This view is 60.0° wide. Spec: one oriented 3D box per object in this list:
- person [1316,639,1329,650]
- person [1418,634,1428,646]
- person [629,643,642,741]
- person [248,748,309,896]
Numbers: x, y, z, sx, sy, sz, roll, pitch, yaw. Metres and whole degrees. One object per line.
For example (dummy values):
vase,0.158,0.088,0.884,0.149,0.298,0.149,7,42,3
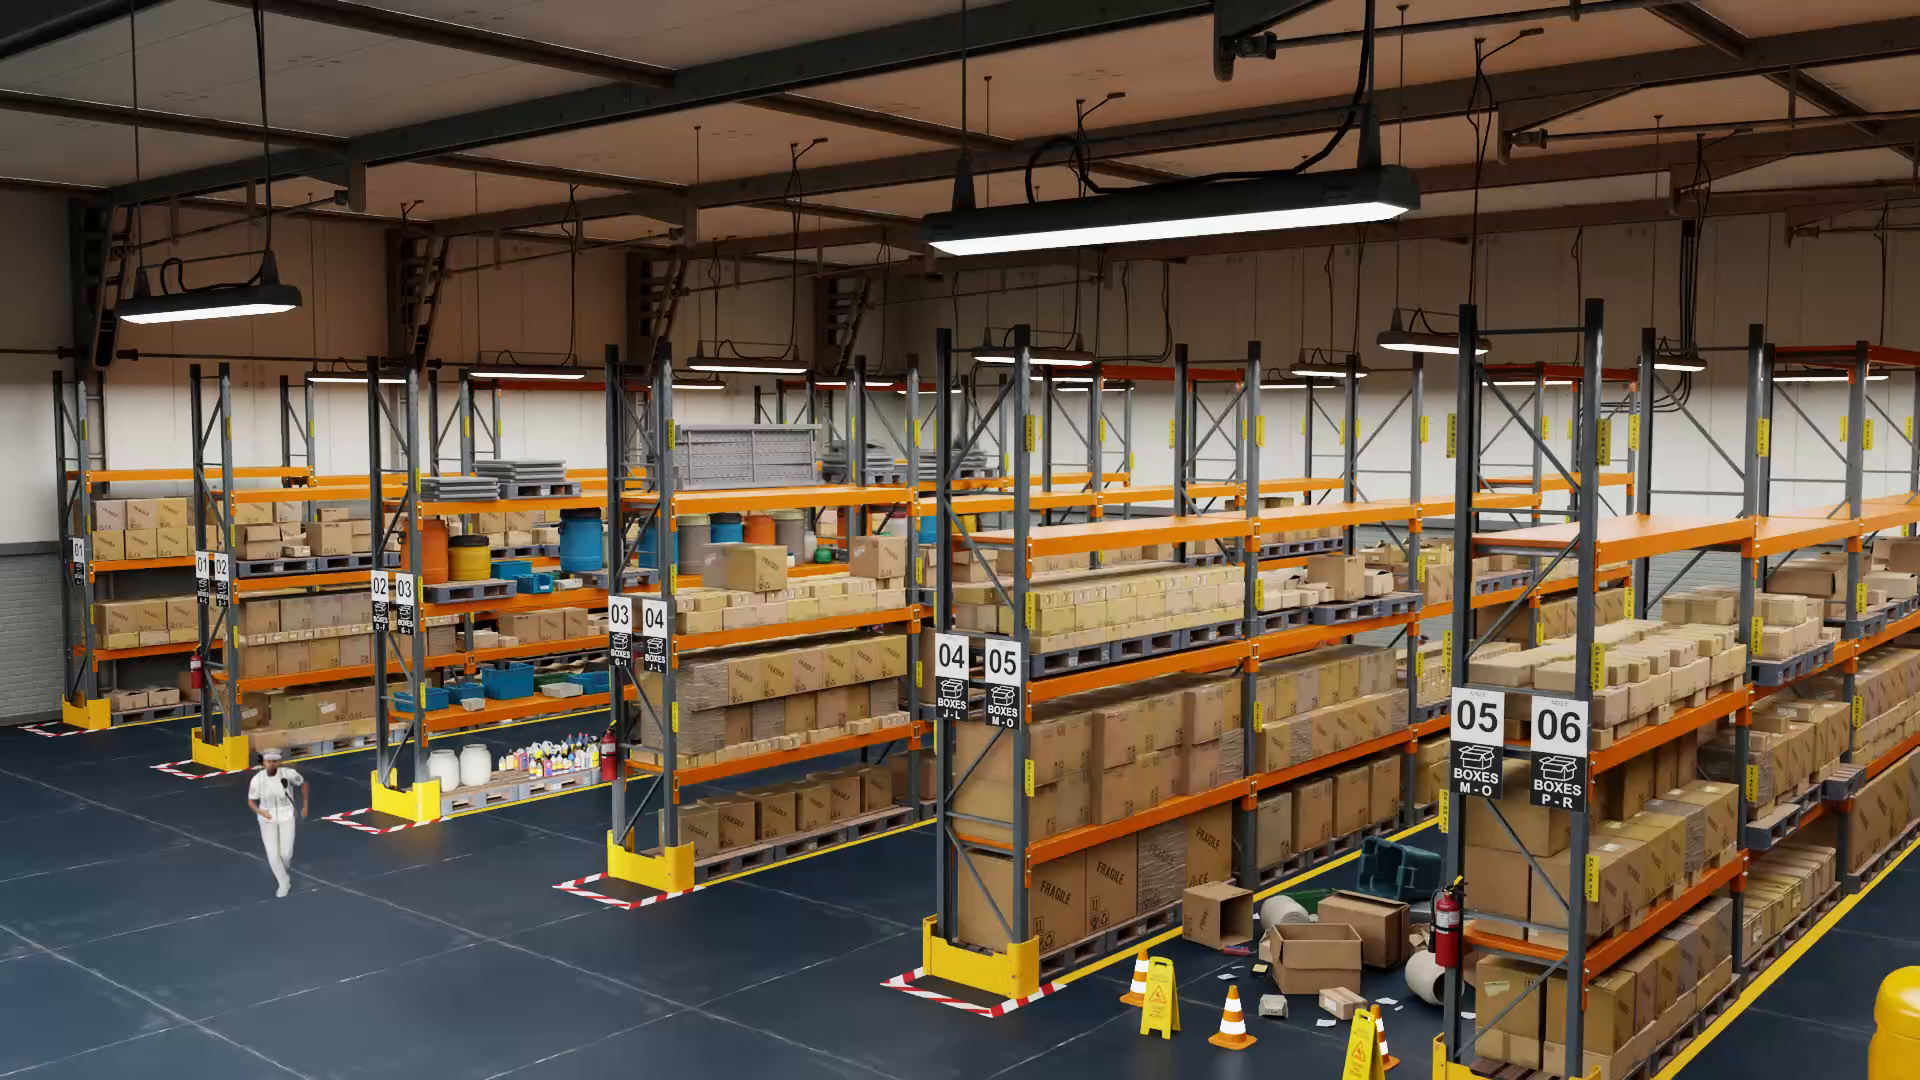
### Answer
person,5.796,2.378,26.682,0.661,1.734,0.634,3,5,36
person,7.352,2.375,26.466,0.871,1.835,0.635,-4,6,-42
person,-5.363,2.390,26.677,0.650,1.688,0.602,3,5,40
person,-7.417,3.055,18.117,0.614,1.650,0.647,-2,4,-22
